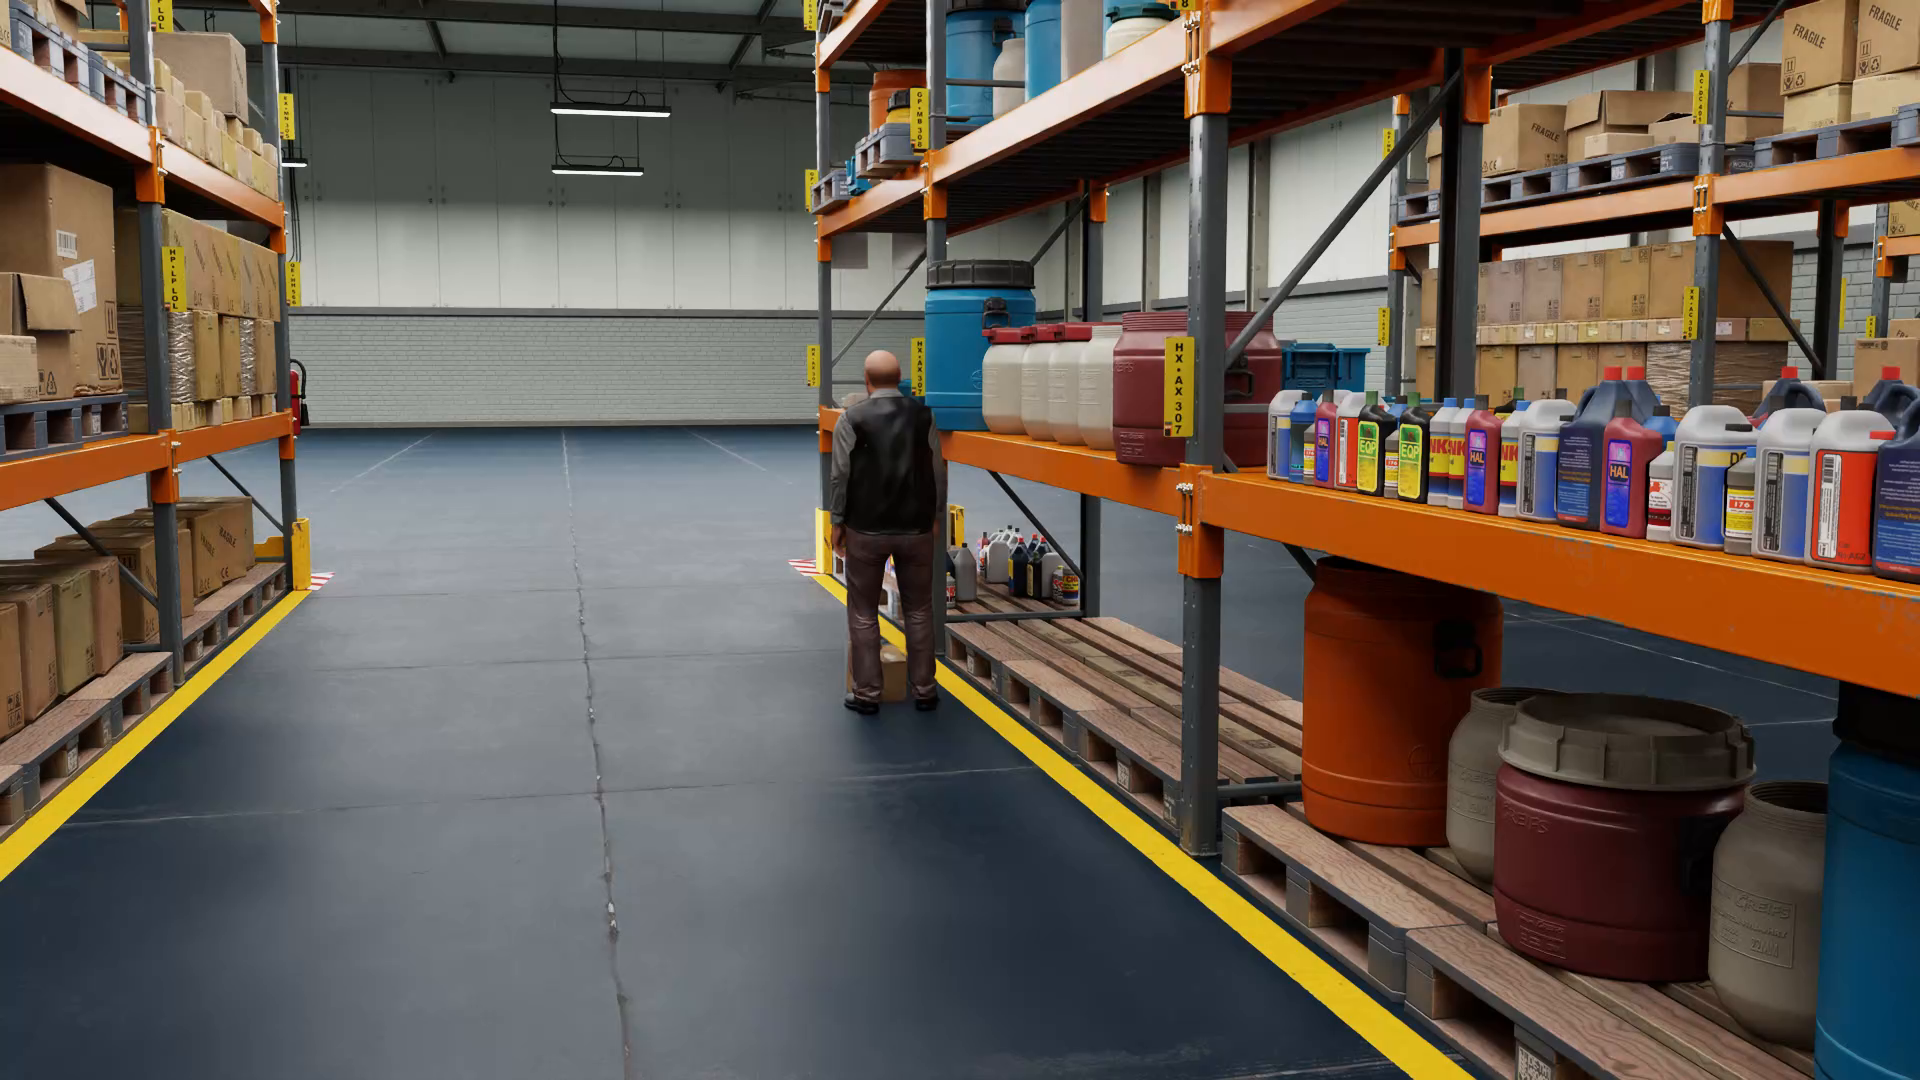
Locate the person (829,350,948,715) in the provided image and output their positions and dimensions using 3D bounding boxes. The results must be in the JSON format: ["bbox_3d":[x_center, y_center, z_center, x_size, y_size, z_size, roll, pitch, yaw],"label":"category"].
[{"bbox_3d":[-0.339,-0.038,7.914,0.570,1.721,0.418,-2,6,-16],"label":"person"}]
